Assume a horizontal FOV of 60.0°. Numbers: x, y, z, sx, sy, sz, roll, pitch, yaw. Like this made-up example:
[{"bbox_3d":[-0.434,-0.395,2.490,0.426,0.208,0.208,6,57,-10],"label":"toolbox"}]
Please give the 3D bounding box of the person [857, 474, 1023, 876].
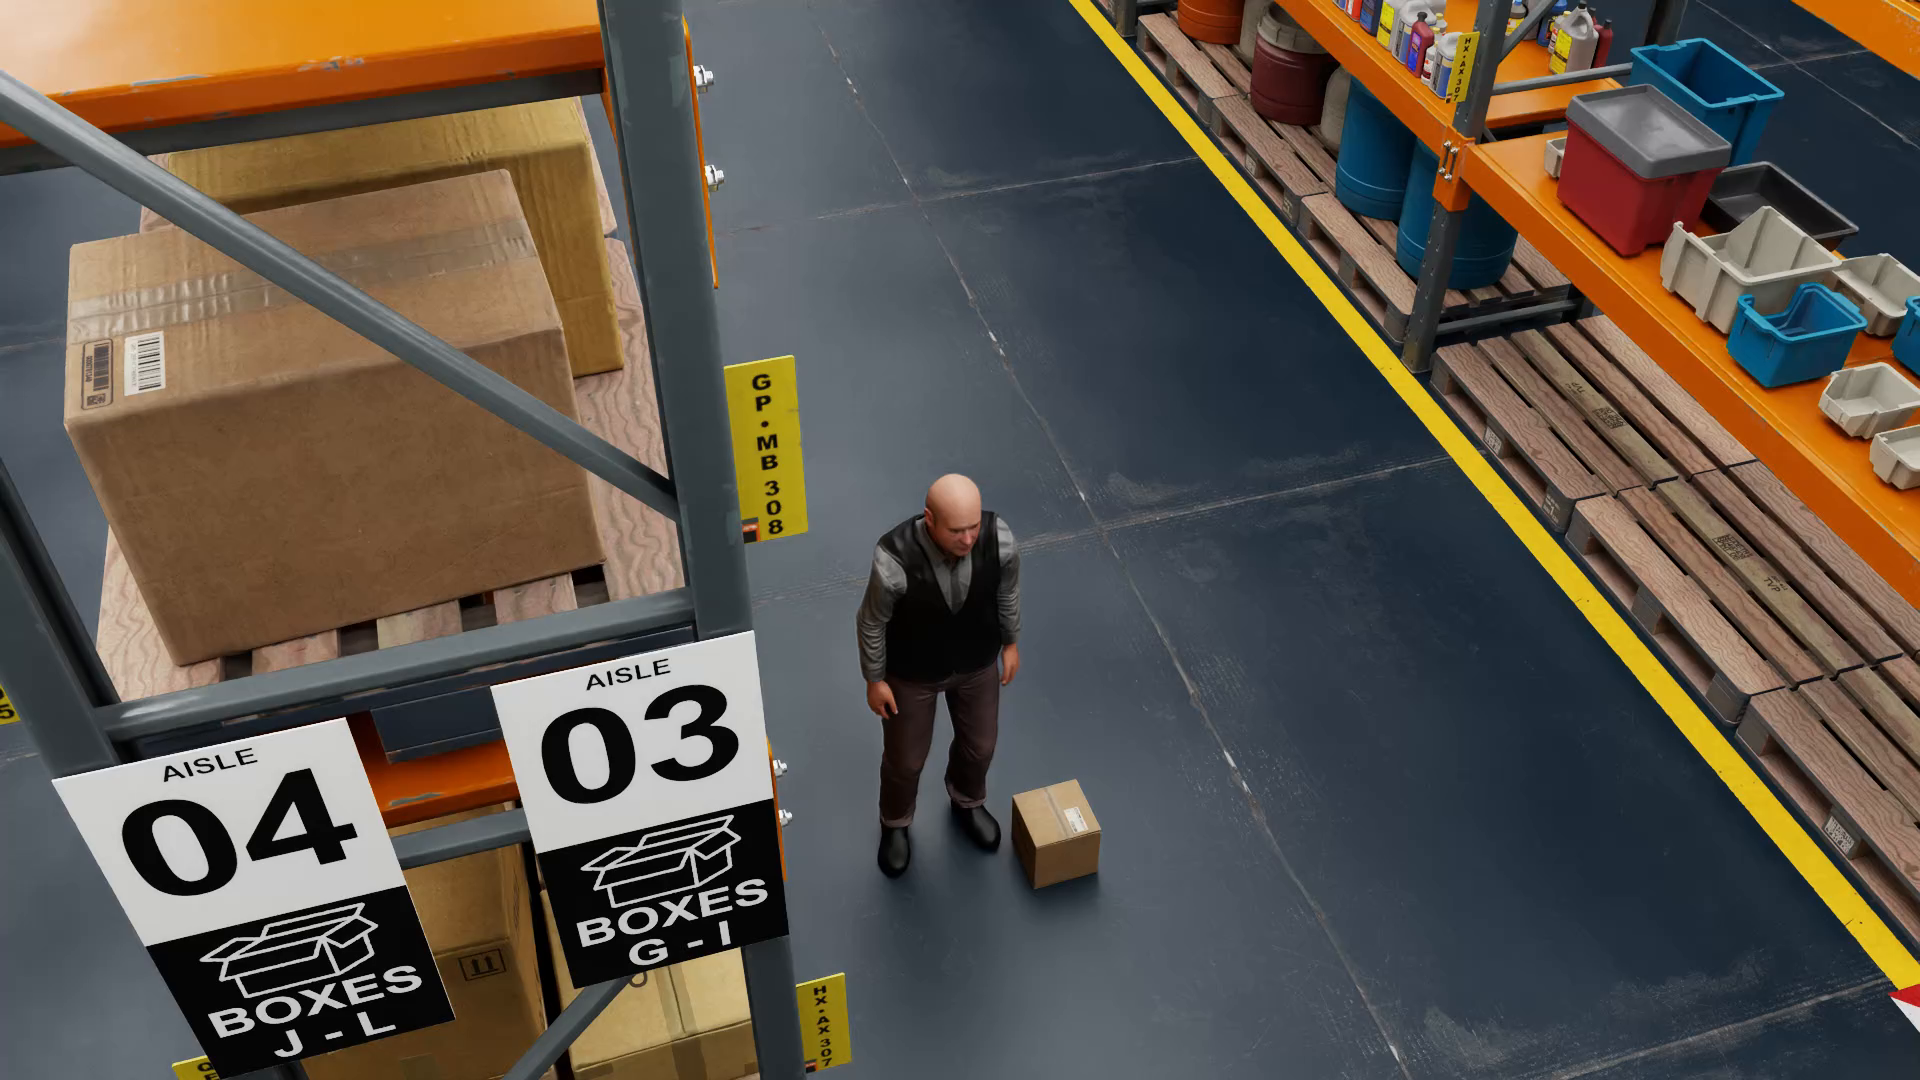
[{"bbox_3d":[-0.066,0.418,5.714,0.589,1.720,0.419,-14,44,-15],"label":"person"}]
